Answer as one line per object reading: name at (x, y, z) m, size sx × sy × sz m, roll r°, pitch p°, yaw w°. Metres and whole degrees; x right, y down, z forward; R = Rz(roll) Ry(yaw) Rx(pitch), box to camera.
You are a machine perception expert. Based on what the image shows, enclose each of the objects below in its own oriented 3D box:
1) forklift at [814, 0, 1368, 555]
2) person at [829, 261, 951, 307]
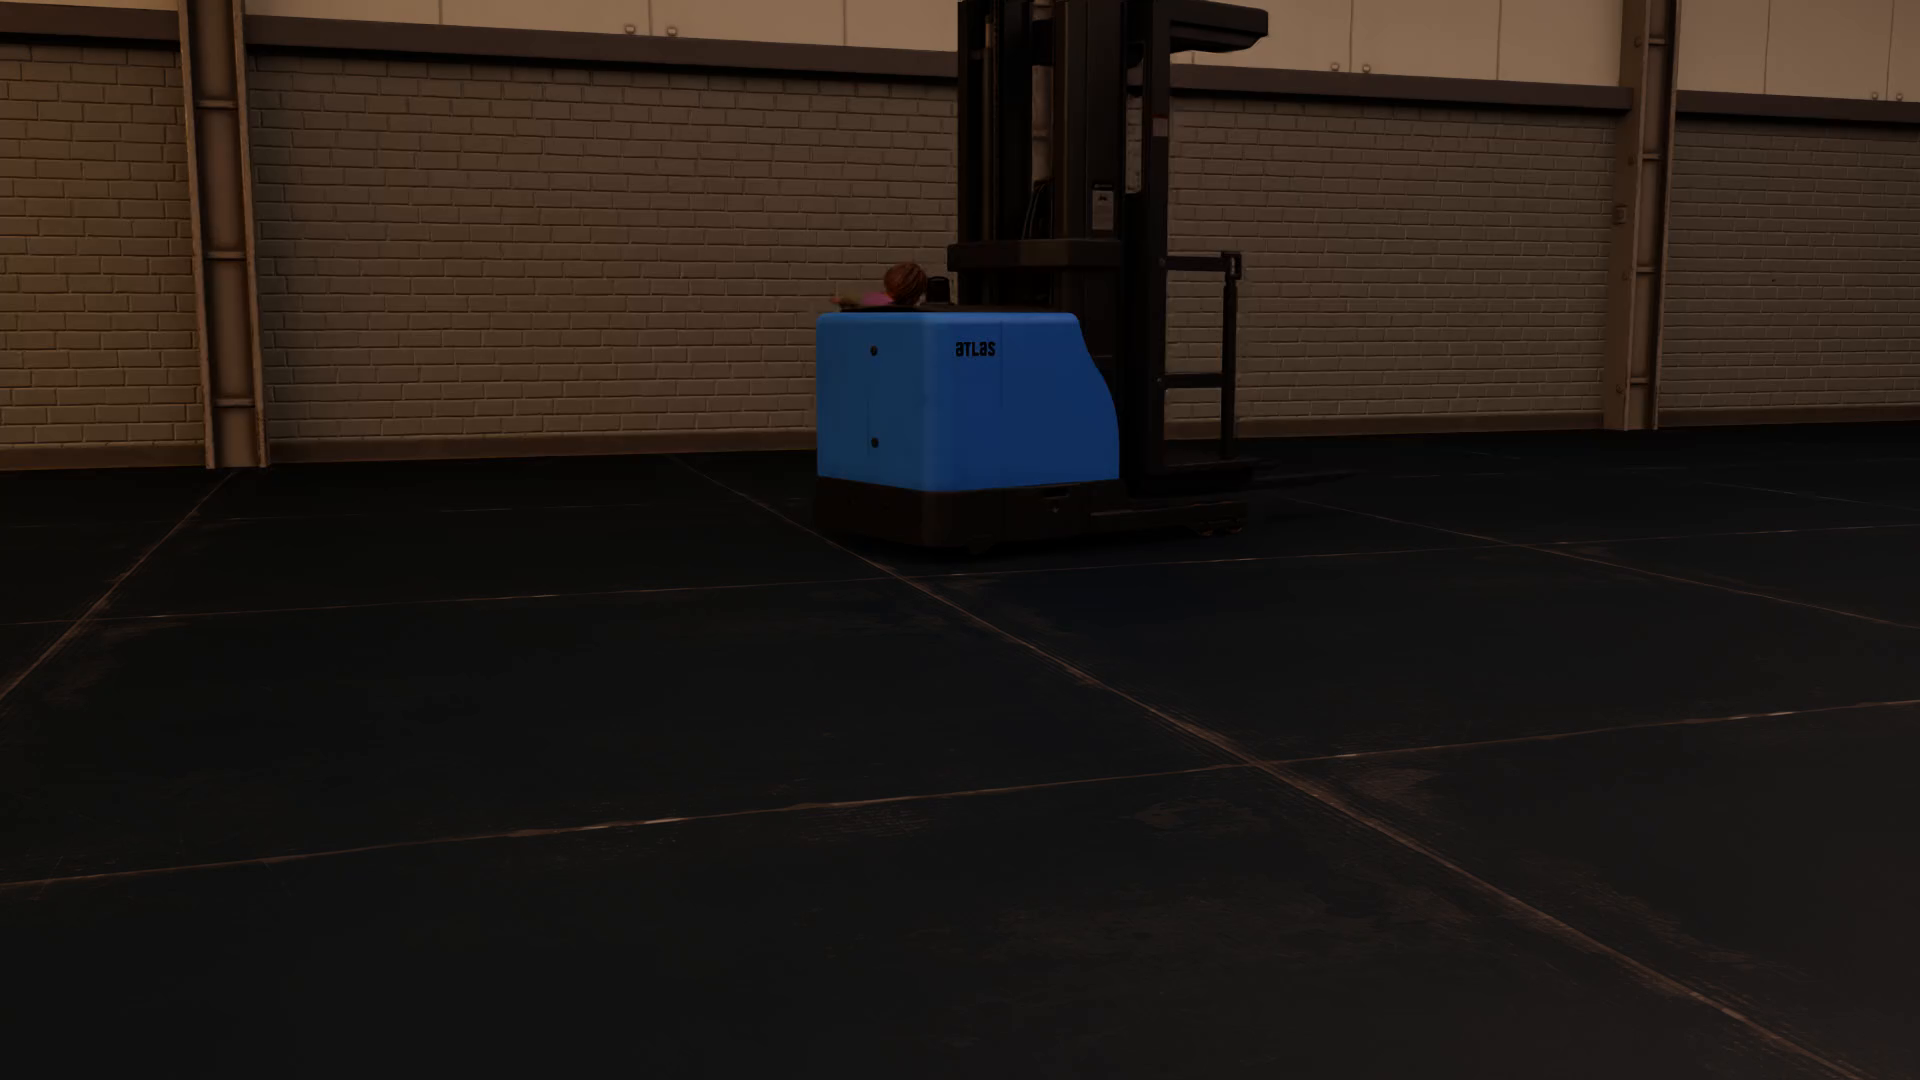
forklift at (0.797, -1.518, 8.213) m, size 3.031 × 2.935 × 1.130 m, roll -6°, pitch 10°, yaw -36°
person at (-0.347, -0.825, 8.732) m, size 0.638 × 1.251 × 1.220 m, roll -1°, pitch 8°, yaw -10°
